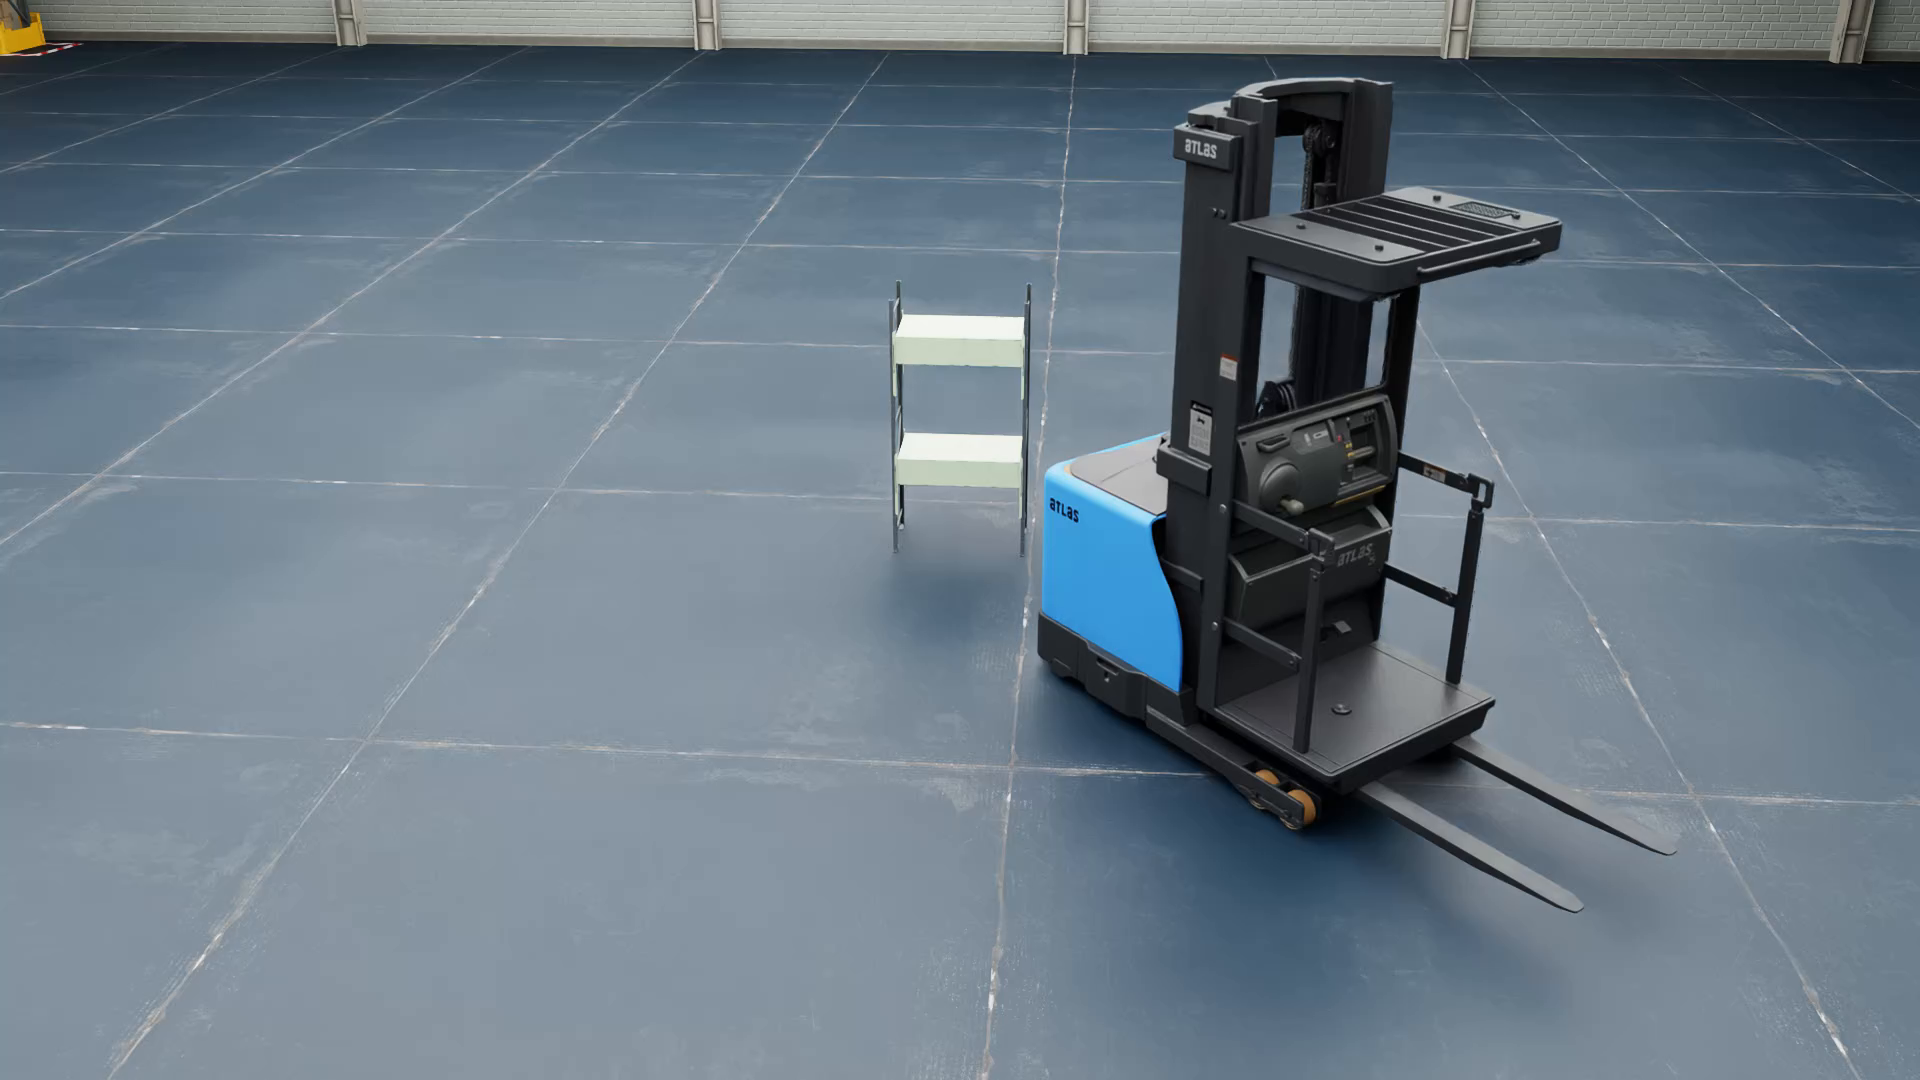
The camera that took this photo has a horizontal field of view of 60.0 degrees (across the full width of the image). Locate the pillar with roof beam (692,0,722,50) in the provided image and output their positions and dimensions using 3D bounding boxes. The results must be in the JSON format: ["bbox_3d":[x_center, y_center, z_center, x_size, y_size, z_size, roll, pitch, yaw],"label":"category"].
[{"bbox_3d":[-4.447,-10.343,21.463,0.400,9.000,9.100,2,25,4],"label":"pillar with roof beam"}]

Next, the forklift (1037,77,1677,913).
[{"bbox_3d":[1.666,-0.332,6.966,1.130,2.935,3.031,-17,30,-33],"label":"forklift"}]

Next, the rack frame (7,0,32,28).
[{"bbox_3d":[-15.457,-9.398,26.586,0.127,3.000,1.000,2,25,4],"label":"rack frame"}]

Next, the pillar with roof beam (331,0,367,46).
[{"bbox_3d":[-10.429,-10.535,21.881,0.400,9.000,9.100,2,25,4],"label":"pillar with roof beam"}]

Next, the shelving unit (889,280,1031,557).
[{"bbox_3d":[0.007,-0.681,9.436,0.755,1.500,0.431,2,25,4],"label":"shelving unit"}]

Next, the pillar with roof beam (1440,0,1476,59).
[{"bbox_3d":[7.518,-9.959,20.629,0.400,9.000,9.100,2,25,4],"label":"pillar with roof beam"}]

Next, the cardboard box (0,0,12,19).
[{"bbox_3d":[-15.910,-8.669,27.190,0.500,0.250,0.500,2,25,5],"label":"cardboard box"}]

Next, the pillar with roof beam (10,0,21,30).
[{"bbox_3d":[-16.412,-10.727,22.298,0.400,9.000,9.100,2,25,4],"label":"pillar with roof beam"}]

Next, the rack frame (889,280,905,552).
[{"bbox_3d":[-0.358,-0.693,9.461,0.023,1.500,0.400,2,25,4],"label":"rack frame"}]

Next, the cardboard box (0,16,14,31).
[{"bbox_3d":[-15.932,-8.437,27.285,0.500,0.250,0.500,2,25,4],"label":"cardboard box"}]

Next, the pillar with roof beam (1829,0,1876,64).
[{"bbox_3d":[13.500,-9.767,20.212,0.400,9.000,9.100,2,25,4],"label":"pillar with roof beam"}]

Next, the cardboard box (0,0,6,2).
[{"bbox_3d":[-15.922,-8.888,27.069,0.500,0.250,0.500,1,25,3],"label":"cardboard box"}]

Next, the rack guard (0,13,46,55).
[{"bbox_3d":[-15.433,-8.262,27.107,0.348,0.500,1.175,2,25,4],"label":"rack guard"}]

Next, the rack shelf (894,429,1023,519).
[{"bbox_3d":[0.007,-0.385,9.572,0.720,0.370,0.431,2,25,4],"label":"rack shelf"}]

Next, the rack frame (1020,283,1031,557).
[{"bbox_3d":[0.372,-0.669,9.411,0.023,1.500,0.400,2,25,4],"label":"rack frame"}]

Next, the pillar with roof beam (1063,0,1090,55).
[{"bbox_3d":[1.536,-10.151,21.046,0.400,9.000,9.100,2,25,4],"label":"pillar with roof beam"}]

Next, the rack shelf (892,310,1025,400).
[{"bbox_3d":[0.007,-1.036,9.273,0.720,0.370,0.431,2,25,4],"label":"rack shelf"}]
